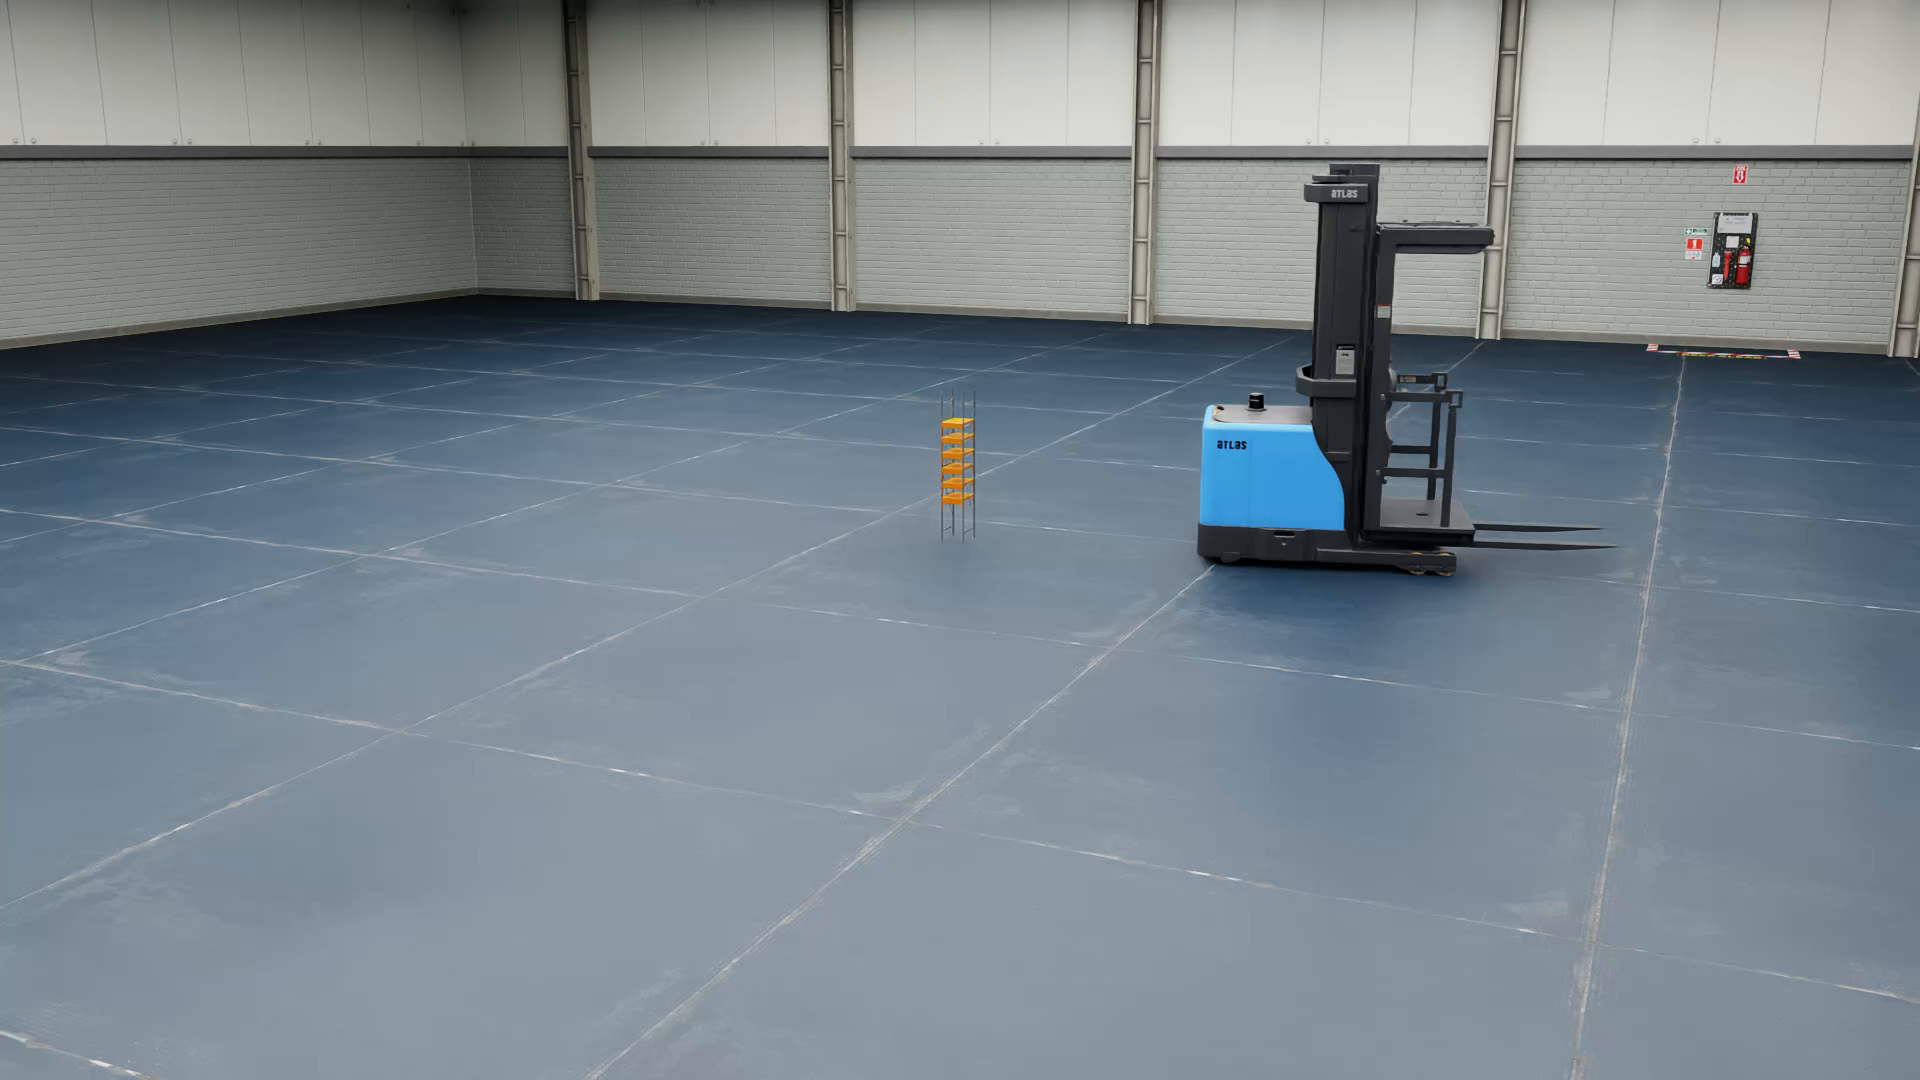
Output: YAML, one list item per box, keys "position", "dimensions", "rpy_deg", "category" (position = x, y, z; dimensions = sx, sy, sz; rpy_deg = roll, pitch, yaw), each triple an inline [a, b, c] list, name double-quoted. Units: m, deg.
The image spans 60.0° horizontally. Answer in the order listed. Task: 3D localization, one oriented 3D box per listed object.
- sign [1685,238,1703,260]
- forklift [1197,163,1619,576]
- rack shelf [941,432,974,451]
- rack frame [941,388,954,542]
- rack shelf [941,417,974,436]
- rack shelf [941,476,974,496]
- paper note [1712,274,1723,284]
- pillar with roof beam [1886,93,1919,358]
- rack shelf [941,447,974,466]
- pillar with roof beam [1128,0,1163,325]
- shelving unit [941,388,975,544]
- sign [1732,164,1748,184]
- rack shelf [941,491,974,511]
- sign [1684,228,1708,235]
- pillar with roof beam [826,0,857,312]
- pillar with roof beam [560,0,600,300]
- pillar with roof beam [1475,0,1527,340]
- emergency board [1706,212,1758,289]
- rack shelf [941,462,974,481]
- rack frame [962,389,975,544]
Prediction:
- position: [11.507, -4.564, 26.060]
  dimensions: [0.234, 0.329, 0.001]
  rpy_deg: [6, 14, 23]
  category: "sign"
- position: [3.348, -1.295, 12.360]
  dimensions: [3.031, 2.935, 1.130]
  rpy_deg: [2, 13, 9]
  category: "forklift"
- position: [-0.013, -0.776, 13.079]
  dimensions: [0.180, 0.103, 0.258]
  rpy_deg: [6, 14, 23]
  category: "rack shelf"
- position: [-0.097, -0.594, 13.160]
  dimensions: [0.006, 1.200, 0.240]
  rpy_deg: [6, 14, 23]
  category: "rack frame"
- position: [-0.013, -0.893, 13.051]
  dimensions: [0.180, 0.103, 0.258]
  rpy_deg: [6, 14, 23]
  category: "rack shelf"
- position: [-0.013, -0.425, 13.161]
  dimensions: [0.180, 0.103, 0.258]
  rpy_deg: [6, 14, 23]
  category: "rack shelf"
- position: [11.837, -4.076, 25.986]
  dimensions: [0.142, 0.148, 0.016]
  rpy_deg: [6, 14, 23]
  category: "paper note"
- position: [12.471, -6.259, 20.228]
  dimensions: [0.400, 9.000, 9.100]
  rpy_deg: [6, 14, 23]
  category: "pillar with roof beam"
- position: [-0.013, -0.659, 13.106]
  dimensions: [0.180, 0.103, 0.258]
  rpy_deg: [6, 14, 23]
  category: "rack shelf"
- position: [1.499, -7.369, 24.960]
  dimensions: [0.400, 9.000, 9.100]
  rpy_deg: [6, 14, 23]
  category: "pillar with roof beam"
- position: [-0.013, -0.585, 13.123]
  dimensions: [0.189, 1.200, 0.258]
  rpy_deg: [6, 14, 23]
  category: "shelving unit"
- position: [12.004, -5.624, 25.581]
  dimensions: [0.199, 0.298, 0.001]
  rpy_deg: [6, 14, 23]
  category: "sign"
- position: [-0.013, -0.309, 13.188]
  dimensions: [0.180, 0.103, 0.258]
  rpy_deg: [6, 14, 23]
  category: "rack shelf"
- position: [11.507, -4.819, 25.989]
  dimensions: [0.331, 0.109, 0.001]
  rpy_deg: [6, 14, 23]
  category: "sign"
- position: [-3.987, -7.924, 27.326]
  dimensions: [0.400, 9.000, 9.100]
  rpy_deg: [6, 14, 23]
  category: "pillar with roof beam"
- position: [-9.472, -8.479, 29.692]
  dimensions: [0.400, 9.000, 9.100]
  rpy_deg: [6, 14, 23]
  category: "pillar with roof beam"
- position: [6.985, -6.814, 22.594]
  dimensions: [0.400, 9.000, 9.100]
  rpy_deg: [6, 14, 23]
  category: "pillar with roof beam"
- position: [11.971, -4.474, 25.754]
  dimensions: [0.643, 1.169, 0.194]
  rpy_deg: [6, 14, 23]
  category: "emergency board"
- position: [-0.013, -0.542, 13.134]
  dimensions: [0.180, 0.103, 0.258]
  rpy_deg: [6, 14, 23]
  category: "rack shelf"
- position: [0.070, -0.577, 13.087]
  dimensions: [0.006, 1.200, 0.240]
  rpy_deg: [6, 14, 23]
  category: "rack frame"
